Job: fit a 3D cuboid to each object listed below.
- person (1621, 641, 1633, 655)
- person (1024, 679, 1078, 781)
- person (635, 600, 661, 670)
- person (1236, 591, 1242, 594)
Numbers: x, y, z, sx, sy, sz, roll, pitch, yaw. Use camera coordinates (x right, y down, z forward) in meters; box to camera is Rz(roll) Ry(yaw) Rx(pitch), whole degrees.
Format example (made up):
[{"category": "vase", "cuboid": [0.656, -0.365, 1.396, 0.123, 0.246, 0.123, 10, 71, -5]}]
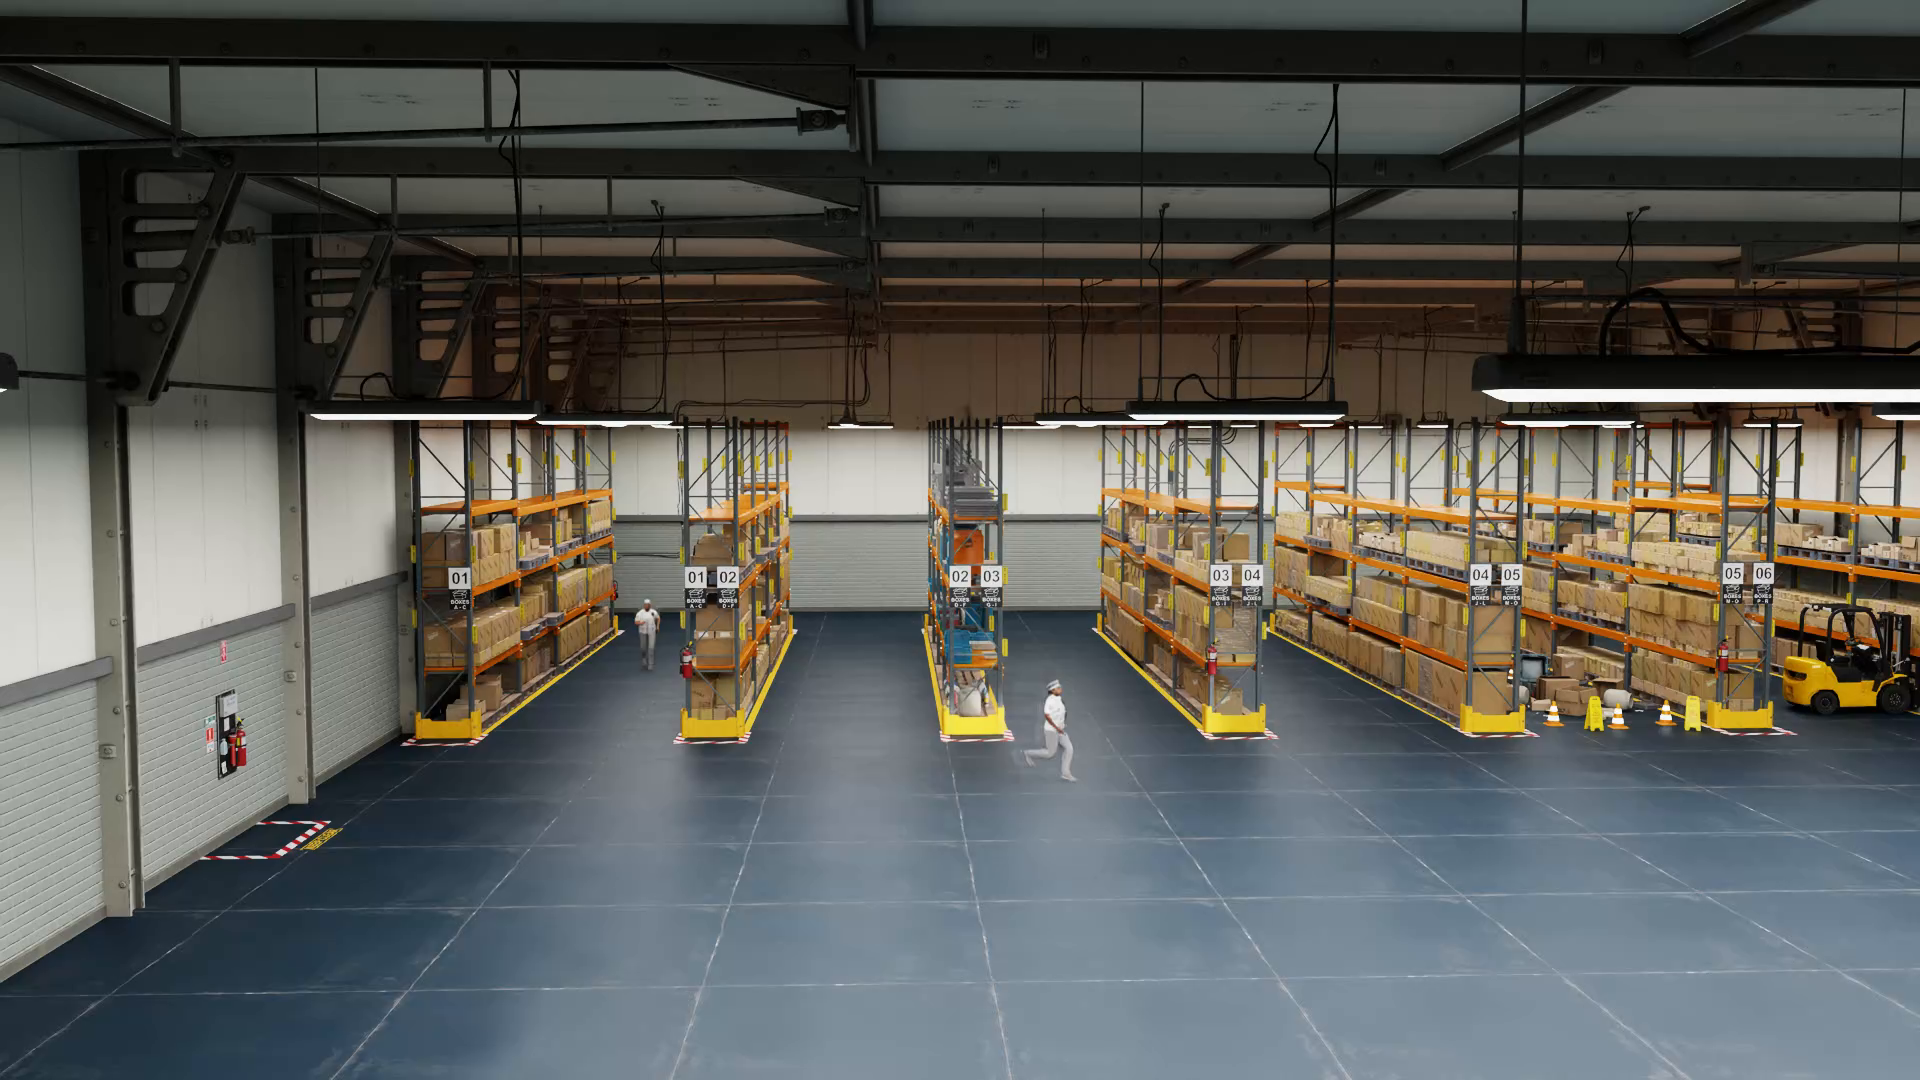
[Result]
[{"category": "person", "cuboid": [16.969, 2.113, 42.128, 0.686, 1.722, 0.577, 0, 4, -5]}, {"category": "person", "cuboid": [1.521, 3.126, 27.391, 0.892, 1.681, 0.564, 2, 4, 24]}, {"category": "person", "cuboid": [-7.537, 2.258, 40.126, 0.607, 1.651, 0.941, -1, 4, -8]}, {"category": "person", "cuboid": [7.720, 1.791, 46.661, 0.695, 1.791, 0.973, 0, 4, 4]}]
